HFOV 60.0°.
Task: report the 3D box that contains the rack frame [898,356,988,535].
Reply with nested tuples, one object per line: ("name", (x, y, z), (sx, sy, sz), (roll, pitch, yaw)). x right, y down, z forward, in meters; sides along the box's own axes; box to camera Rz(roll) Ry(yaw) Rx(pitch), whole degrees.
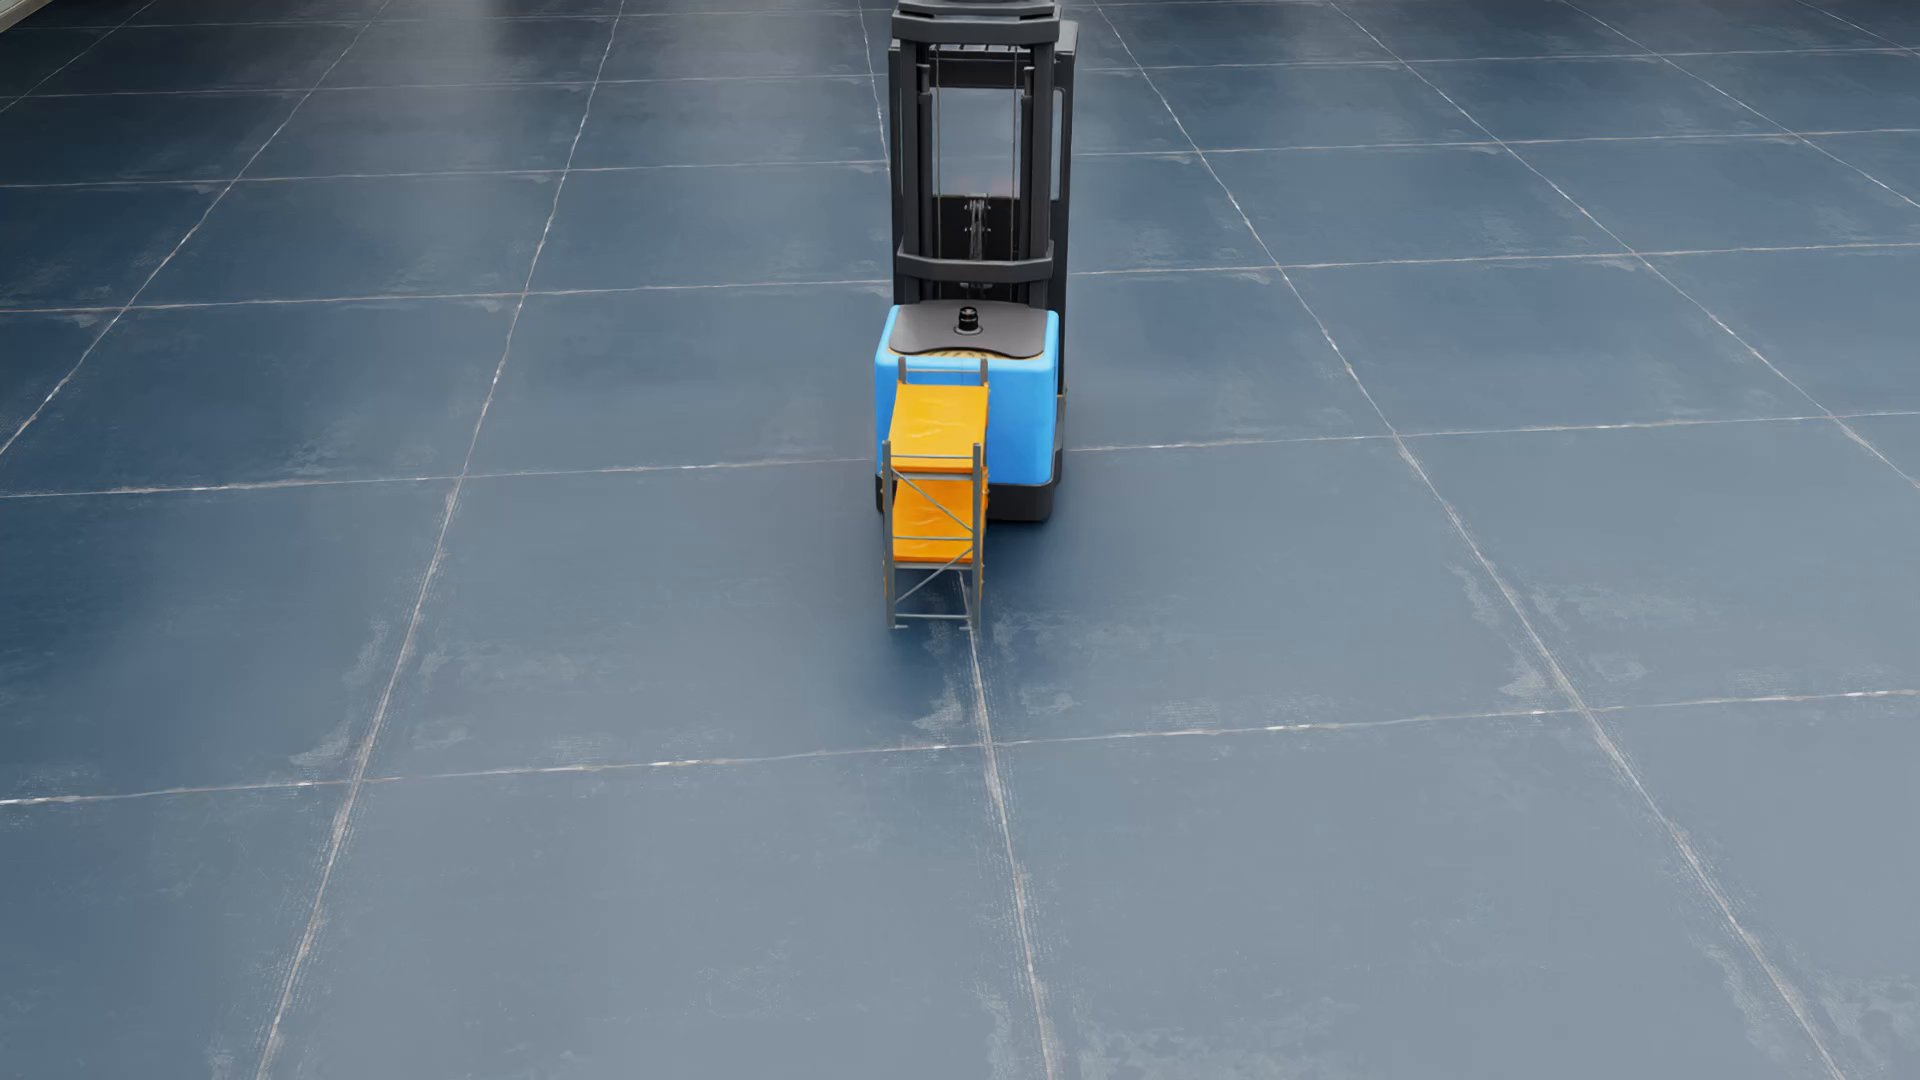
("rack frame", (-0.095, -0.527, 9.535), (0.500, 1.125, 0.032), (1, 31, 2))

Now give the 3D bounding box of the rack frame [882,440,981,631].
("rack frame", (-0.142, -0.006, 8.664), (0.500, 1.125, 0.032), (1, 31, 2))

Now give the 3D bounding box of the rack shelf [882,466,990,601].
("rack shelf", (-0.118, -0.057, 9.225), (0.538, 0.278, 1.000), (1, 31, 2))

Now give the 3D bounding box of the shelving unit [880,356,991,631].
("shelving unit", (-0.118, -0.267, 9.099), (0.538, 1.125, 1.048), (1, 31, 2))

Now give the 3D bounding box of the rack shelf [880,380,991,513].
("rack shelf", (-0.118, -0.518, 8.949), (0.538, 0.278, 1.000), (1, 31, 2))

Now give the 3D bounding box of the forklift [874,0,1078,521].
("forklift", (0.147, -2.100, 10.407), (1.130, 2.935, 3.031), (3, 31, 4))
